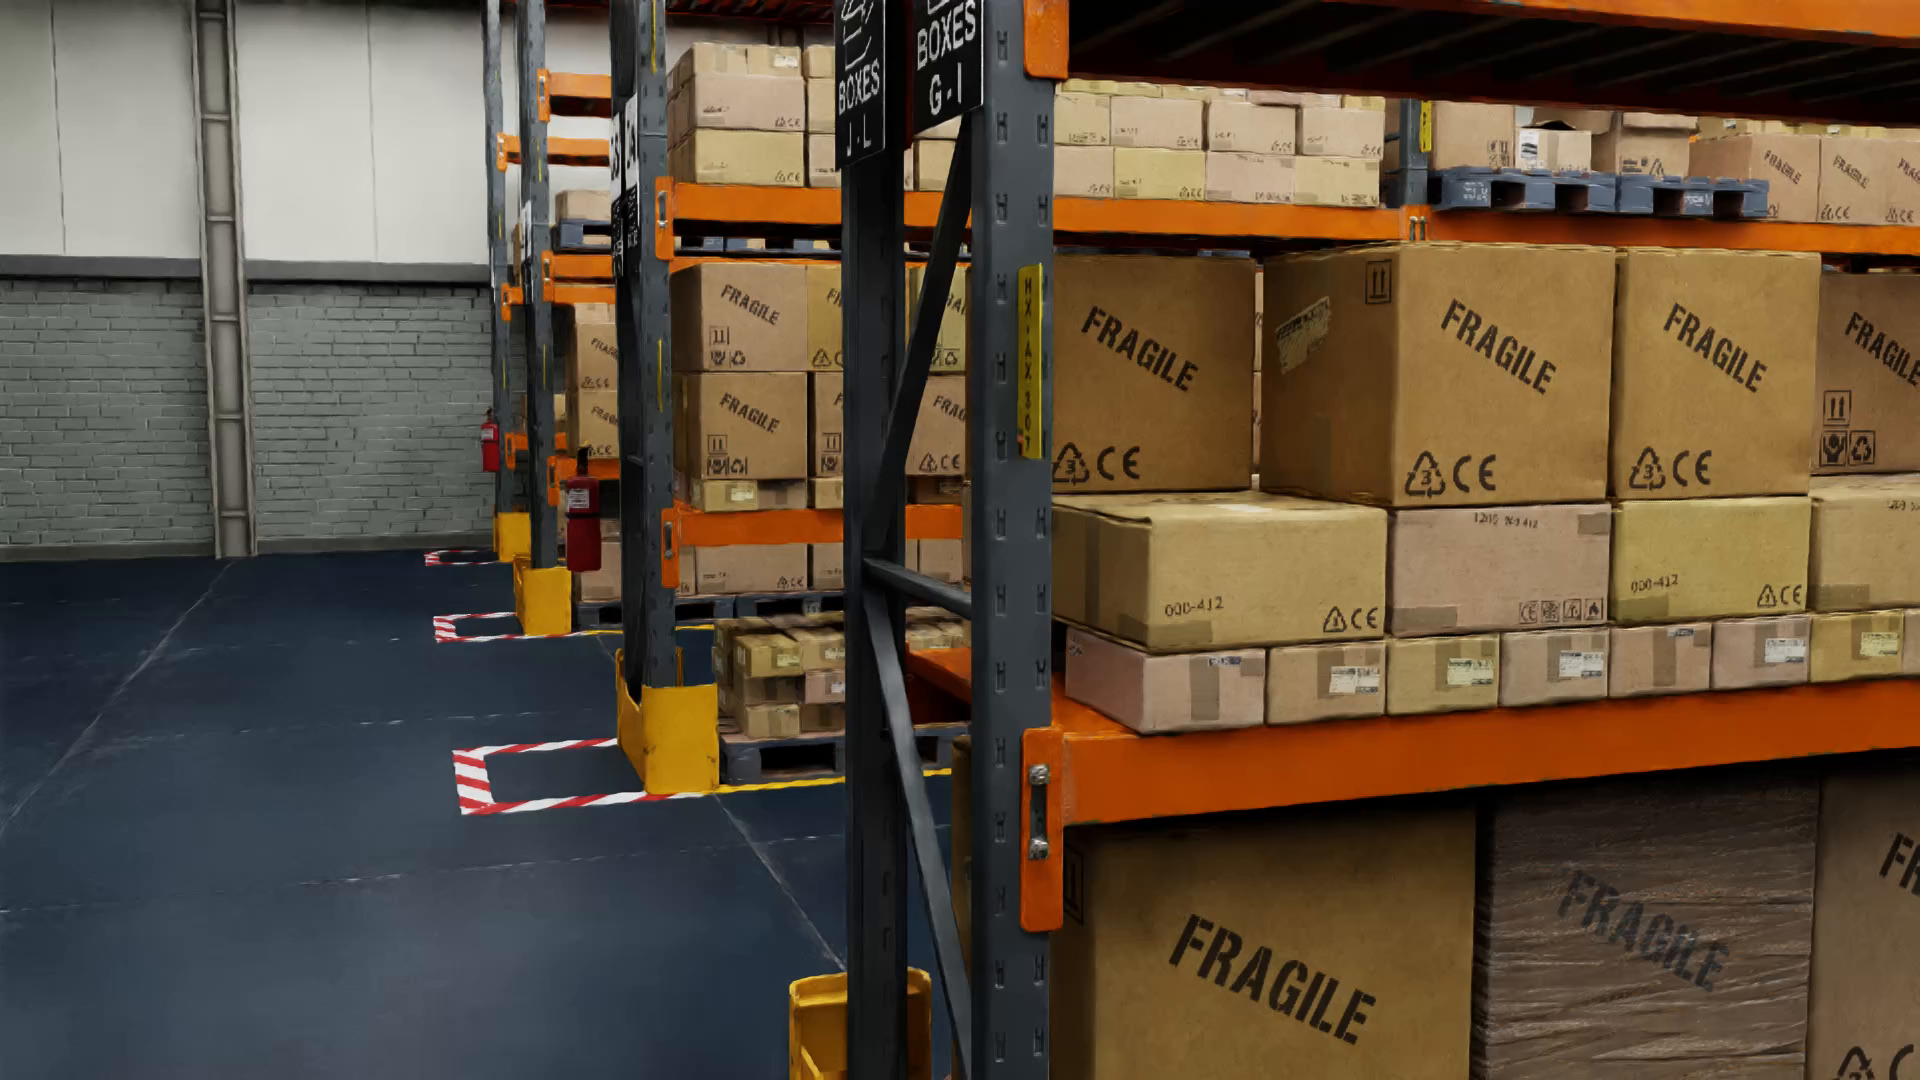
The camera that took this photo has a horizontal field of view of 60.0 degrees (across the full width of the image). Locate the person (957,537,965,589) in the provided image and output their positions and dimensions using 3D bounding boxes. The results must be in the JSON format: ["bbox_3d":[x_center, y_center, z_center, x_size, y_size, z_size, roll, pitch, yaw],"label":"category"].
[{"bbox_3d":[0.162,-0.060,11.797,0.615,1.635,0.448,-5,7,-38],"label":"person"}]
